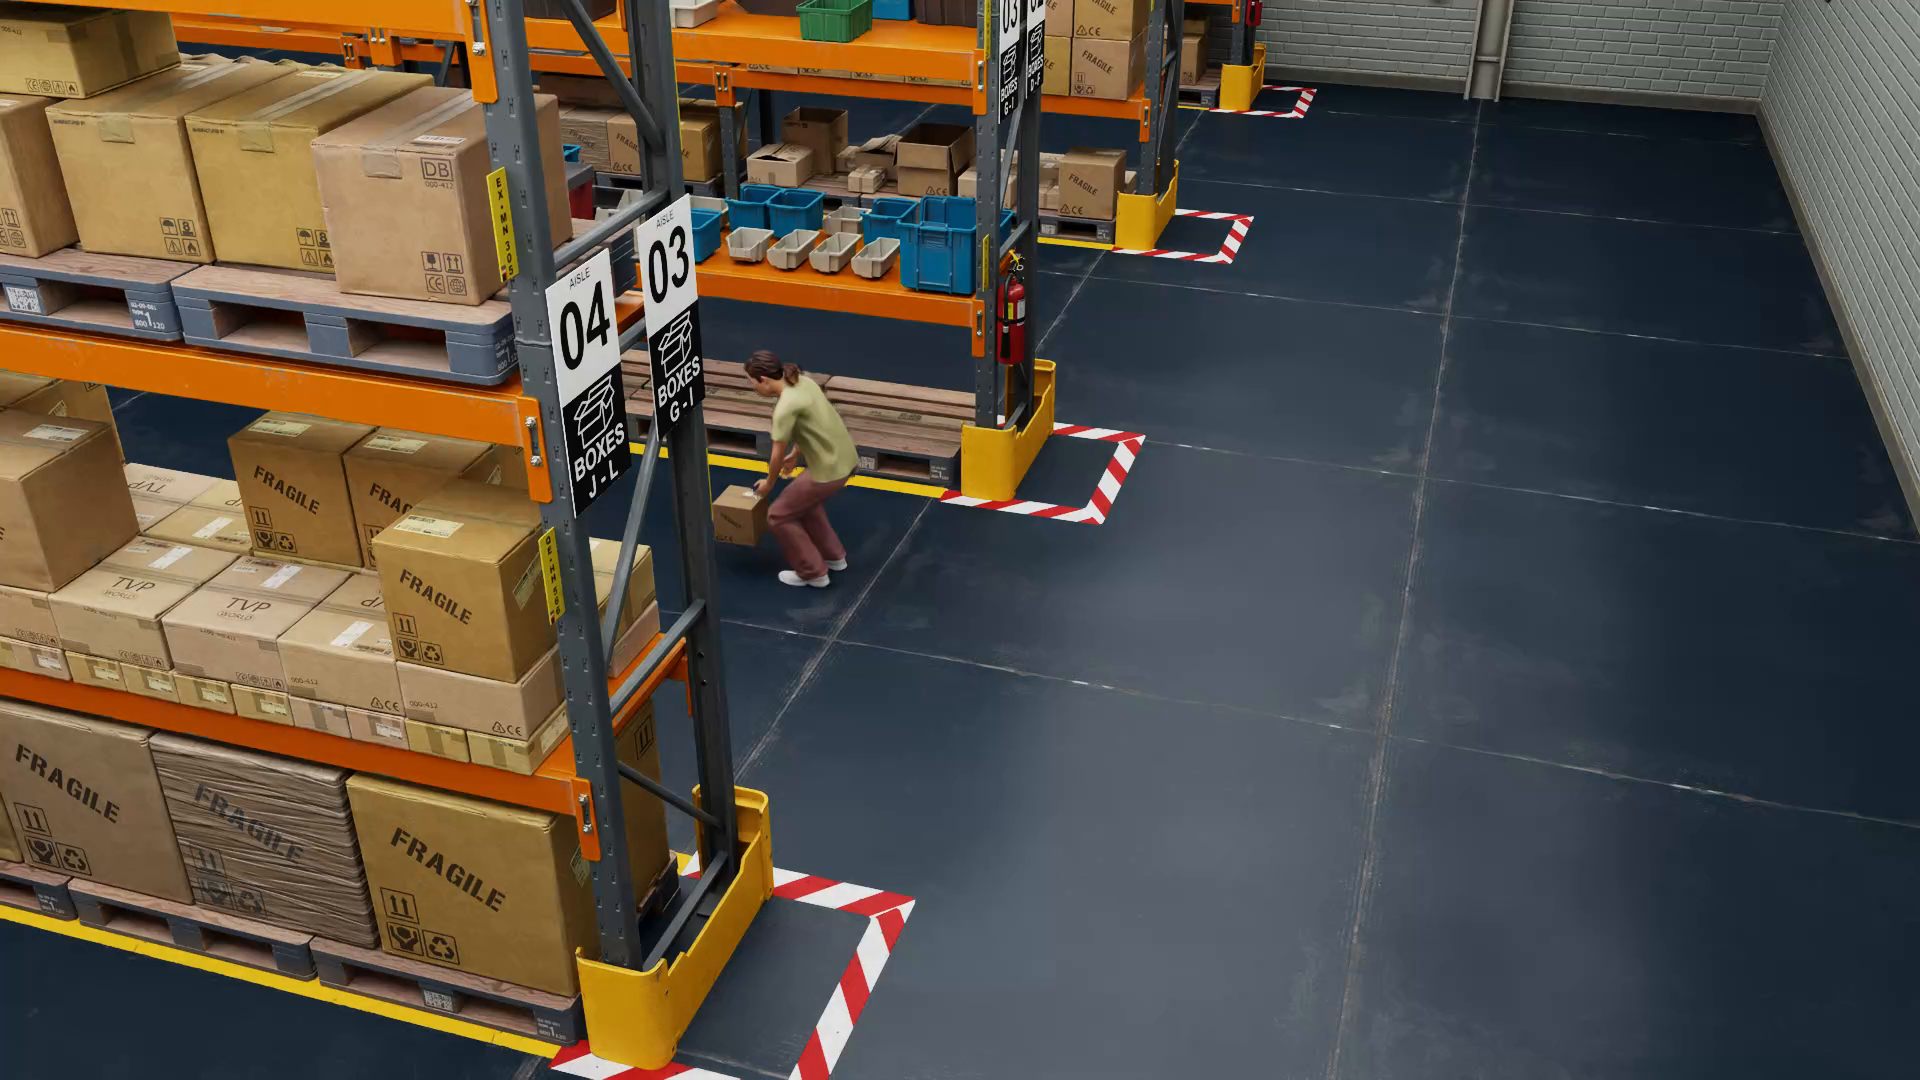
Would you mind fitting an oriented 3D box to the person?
[{"bbox_3d":[-0.902,-0.402,9.488,0.615,1.418,0.508,9,30,15],"label":"person"}]
